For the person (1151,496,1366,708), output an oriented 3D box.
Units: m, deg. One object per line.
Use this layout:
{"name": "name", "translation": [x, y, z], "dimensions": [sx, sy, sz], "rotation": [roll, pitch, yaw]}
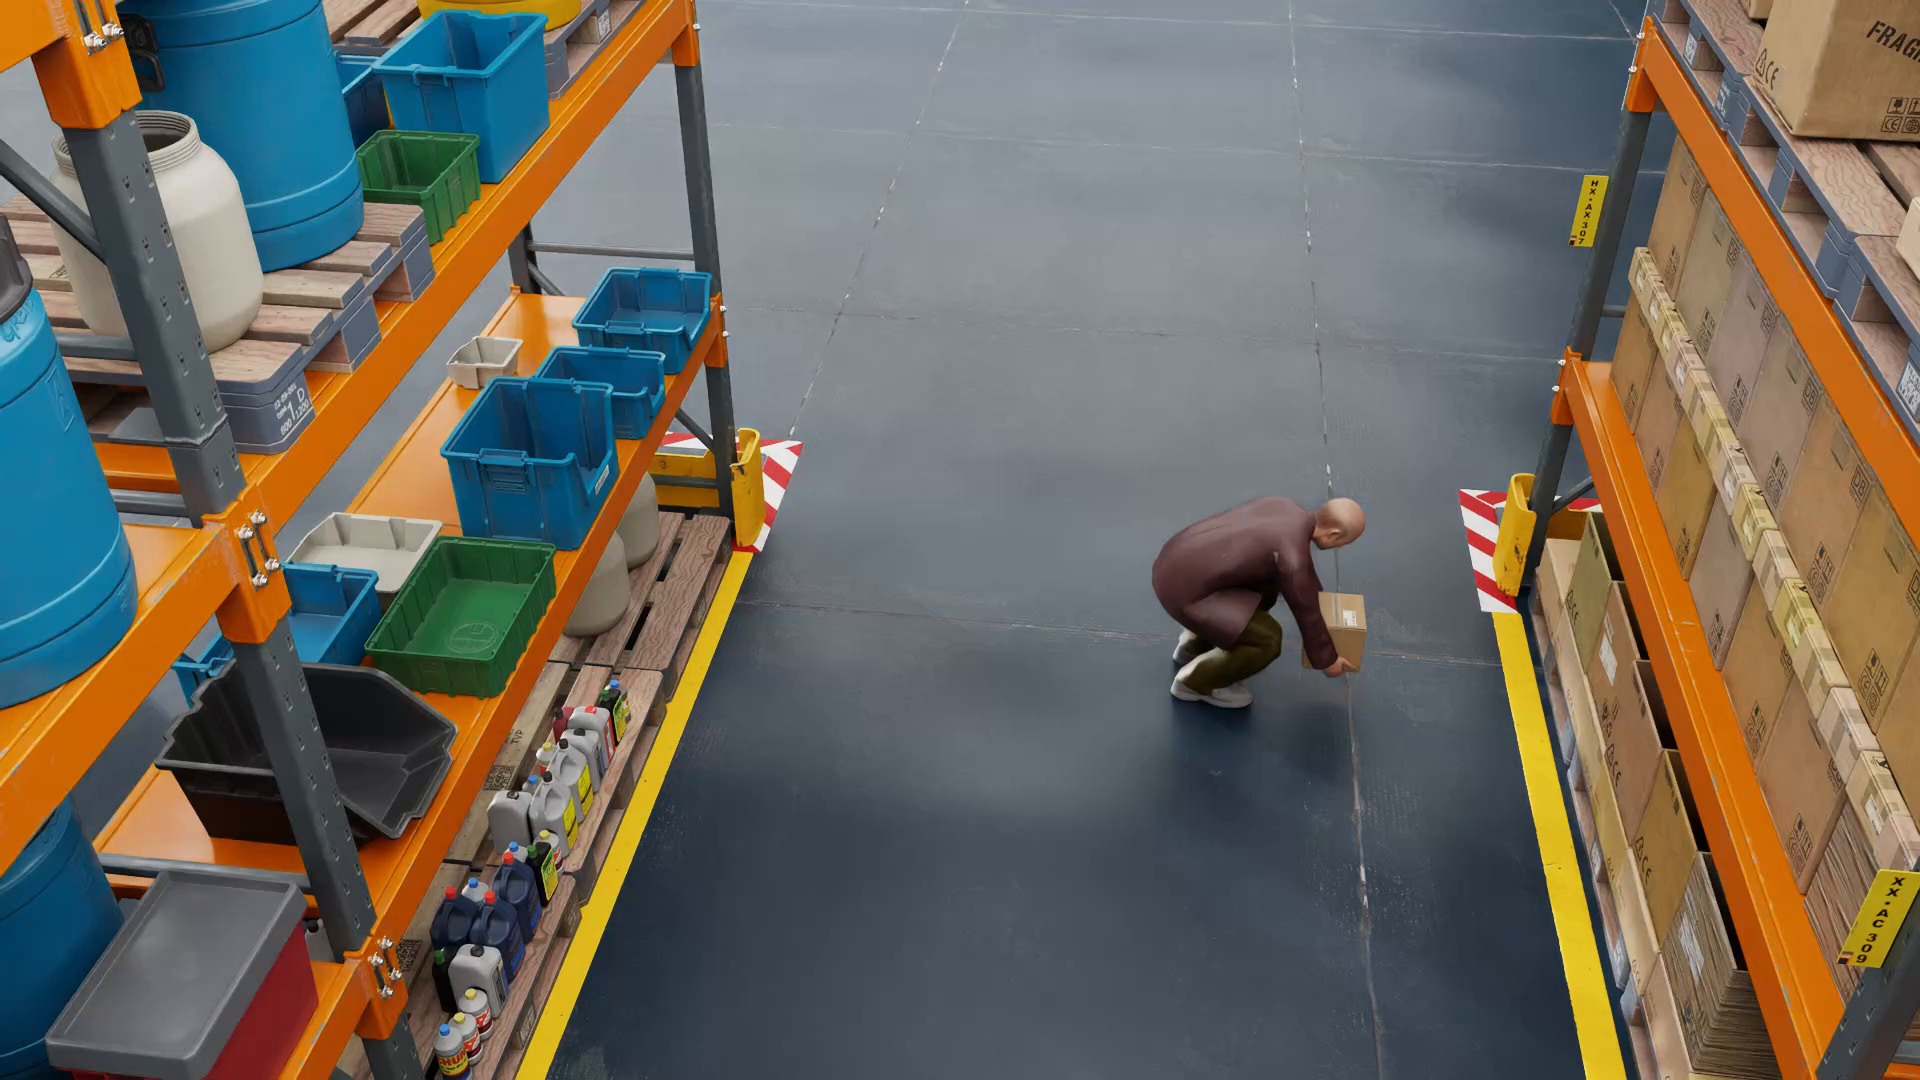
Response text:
{"name": "person", "translation": [1.314, 0.247, 7.376], "dimensions": [0.938, 1.004, 0.585], "rotation": [3, 36, 5]}
